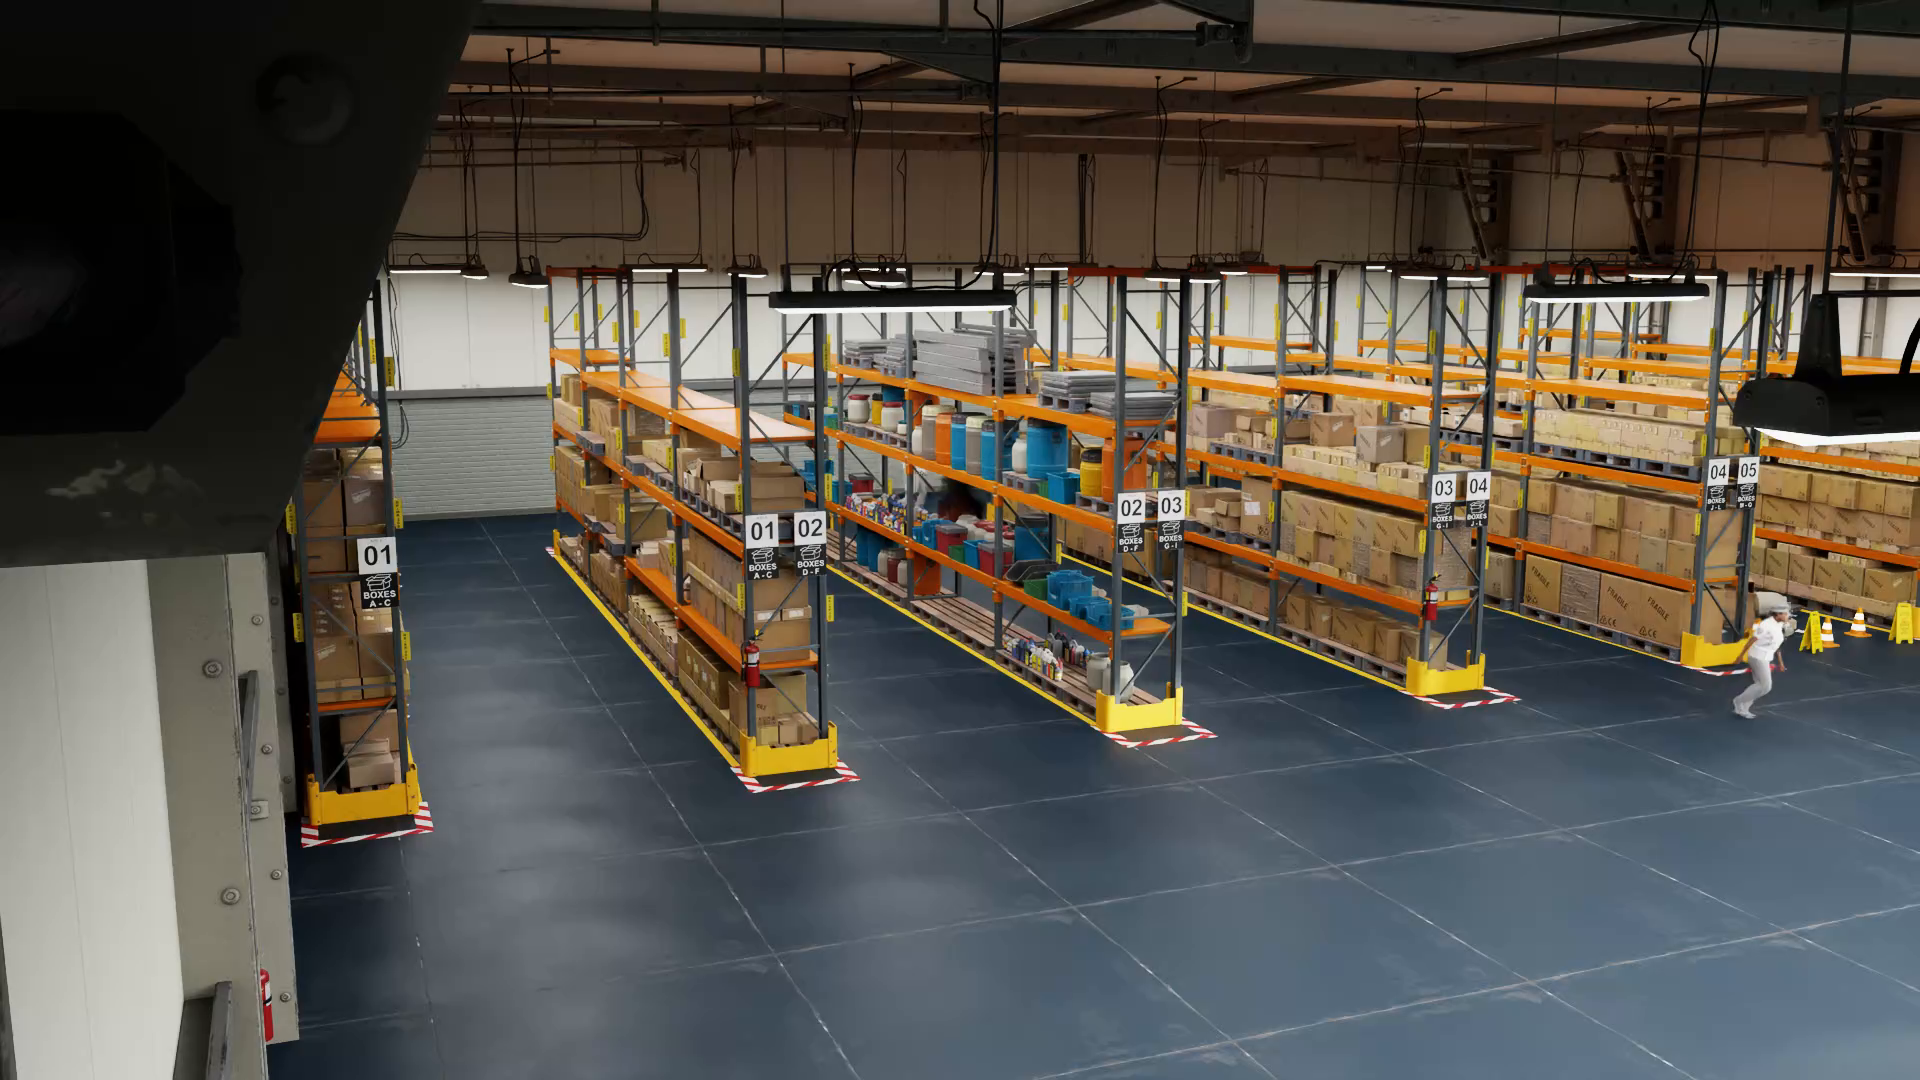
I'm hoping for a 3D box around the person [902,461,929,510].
[{"bbox_3d":[-1.089,-1.366,39.390,0.908,1.836,0.690,0,10,-1],"label":"person"}]

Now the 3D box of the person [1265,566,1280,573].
[{"bbox_3d":[6.029,0.141,31.557,0.655,1.512,0.672,-3,10,-15],"label":"person"}]

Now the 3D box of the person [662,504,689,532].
[{"bbox_3d":[-5.922,-0.577,34.936,0.722,1.779,0.845,-9,13,-42],"label":"person"}]

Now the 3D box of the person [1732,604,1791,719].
[{"bbox_3d":[10.898,1.652,22.613,0.580,1.614,0.597,8,13,39],"label":"person"}]
